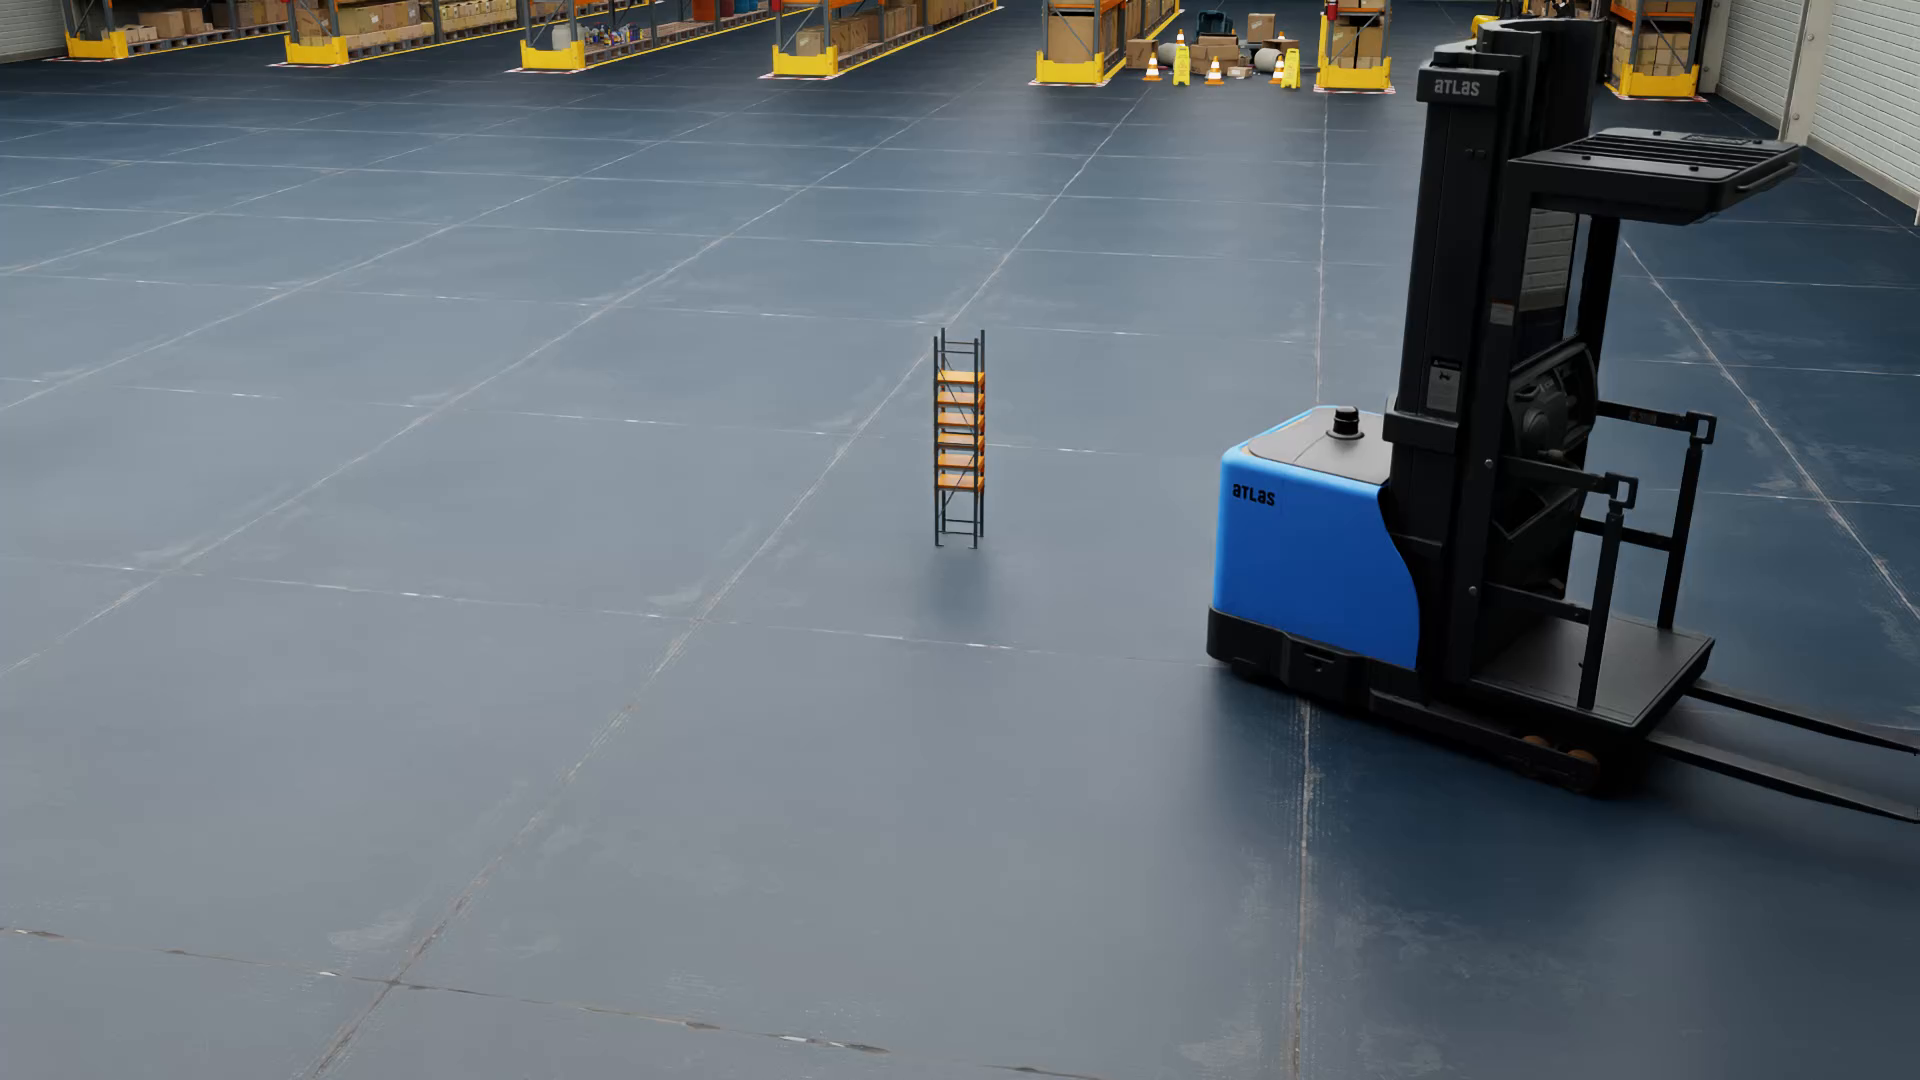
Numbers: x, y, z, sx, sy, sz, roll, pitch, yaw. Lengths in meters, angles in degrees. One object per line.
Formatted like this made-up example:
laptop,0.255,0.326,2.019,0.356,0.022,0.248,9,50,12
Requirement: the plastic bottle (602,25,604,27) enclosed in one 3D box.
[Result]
plastic bottle,-7.438,-10.580,34.667,0.152,0.276,0.135,5,23,13

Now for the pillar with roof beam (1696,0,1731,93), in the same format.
pillar with roof beam,8.499,-12.167,27.519,9.100,9.000,0.400,4,22,11

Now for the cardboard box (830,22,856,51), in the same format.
cardboard box,-2.336,-9.915,32.740,0.500,0.500,0.500,2,22,6

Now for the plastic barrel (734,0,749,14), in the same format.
plastic barrel,-5.545,-13.534,41.189,0.600,0.901,0.708,4,22,11

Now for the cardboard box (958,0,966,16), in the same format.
cardboard box,-0.535,-13.365,40.806,1.225,0.875,0.875,5,22,11

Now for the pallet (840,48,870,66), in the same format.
pallet,-2.405,-9.476,32.601,1.003,0.211,1.213,4,22,11

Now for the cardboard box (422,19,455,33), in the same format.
cardboard box,-11.428,-11.270,36.441,0.500,0.250,0.500,4,22,10

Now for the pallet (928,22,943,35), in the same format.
pallet,-1.005,-11.918,38.662,1.003,0.211,1.213,4,22,11

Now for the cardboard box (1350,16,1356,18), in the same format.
cardboard box,7.163,-9.586,31.254,0.500,0.500,0.500,5,23,13

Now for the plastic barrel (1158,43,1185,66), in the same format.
plastic barrel,4.049,-9.324,31.938,0.421,0.421,0.512,-16,27,-35

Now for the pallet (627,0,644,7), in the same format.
pallet,-9.482,-14.998,46.311,1.003,0.211,1.213,4,22,11

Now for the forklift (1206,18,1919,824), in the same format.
forklift,2.627,-0.555,6.808,3.031,2.935,1.130,17,27,36

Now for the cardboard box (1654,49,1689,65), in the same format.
cardboard box,11.988,-8.178,28.093,0.500,0.250,0.500,5,22,12

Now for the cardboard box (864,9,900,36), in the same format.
cardboard box,-1.680,-11.111,35.684,0.700,0.500,0.500,3,22,6

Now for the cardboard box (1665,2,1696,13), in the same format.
cardboard box,12.062,-9.077,27.742,0.500,0.500,0.500,5,23,13

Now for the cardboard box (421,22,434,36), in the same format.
cardboard box,-11.634,-10.955,35.659,0.500,0.250,0.500,4,22,11

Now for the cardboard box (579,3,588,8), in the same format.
cardboard box,-9.941,-13.990,42.833,0.500,0.500,0.500,4,22,11

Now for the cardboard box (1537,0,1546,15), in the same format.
cardboard box,14.312,-12.851,40.032,0.700,0.500,0.500,4,22,9

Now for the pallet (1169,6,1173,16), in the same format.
pallet,5.012,-13.824,43.395,1.003,0.211,1.213,4,22,11

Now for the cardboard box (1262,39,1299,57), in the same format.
cardboard box,6.095,-9.264,31.683,0.500,0.500,0.500,-16,27,-35

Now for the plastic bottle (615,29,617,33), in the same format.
plastic bottle,-7.001,-10.290,33.936,0.061,0.283,0.133,4,22,11

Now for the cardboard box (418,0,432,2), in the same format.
cardboard box,-14.718,-14.825,44.933,0.700,0.500,0.500,5,22,12

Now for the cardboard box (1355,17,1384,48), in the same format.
cardboard box,7.582,-9.368,30.713,0.500,0.500,0.500,6,23,14

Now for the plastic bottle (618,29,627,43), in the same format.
plastic bottle,-6.896,-10.279,33.918,0.152,0.276,0.135,5,22,12

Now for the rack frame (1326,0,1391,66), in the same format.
rack frame,6.829,-9.247,28.299,1.000,3.000,0.127,4,22,11

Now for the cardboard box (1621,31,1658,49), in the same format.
cardboard box,11.478,-8.446,28.089,0.500,0.250,0.500,5,23,13

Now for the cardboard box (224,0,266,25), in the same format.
cardboard box,-16.413,-12.106,38.155,0.700,0.500,0.500,4,22,10

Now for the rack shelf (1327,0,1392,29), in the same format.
rack shelf,7.237,-9.645,30.250,1.077,0.370,4.000,4,22,11

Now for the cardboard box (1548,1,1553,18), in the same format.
cardboard box,13.819,-12.135,38.252,0.500,0.500,0.500,5,23,13

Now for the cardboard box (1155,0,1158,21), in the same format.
cardboard box,4.402,-12.534,39.245,0.500,0.500,0.500,4,22,10

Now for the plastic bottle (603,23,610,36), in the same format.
plastic bottle,-7.335,-10.544,34.476,0.144,0.351,0.185,4,22,11

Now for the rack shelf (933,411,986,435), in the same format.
rack shelf,-0.003,-0.621,9.088,0.258,0.103,0.180,4,22,11

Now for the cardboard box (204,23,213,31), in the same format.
cardboard box,-16.683,-11.290,36.576,0.380,0.166,0.250,2,22,4

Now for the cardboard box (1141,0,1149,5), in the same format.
cardboard box,3.973,-12.130,37.238,0.500,0.250,0.500,3,22,8

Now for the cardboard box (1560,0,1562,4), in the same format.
cardboard box,13.599,-12.002,37.055,0.380,0.149,0.250,5,23,13

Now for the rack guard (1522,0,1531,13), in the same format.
rack guard,14.938,-13.535,42.291,1.175,0.500,0.348,4,22,11

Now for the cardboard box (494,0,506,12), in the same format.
cardboard box,-10.903,-12.464,38.653,0.500,0.311,0.500,4,22,10

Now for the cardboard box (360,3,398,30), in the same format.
cardboard box,-11.934,-10.754,34.155,0.500,0.500,0.500,4,22,11

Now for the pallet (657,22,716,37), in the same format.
pallet,-6.285,-11.732,38.202,1.003,0.211,1.213,4,22,11

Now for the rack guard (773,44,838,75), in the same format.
rack guard,-2.857,-8.871,30.711,1.175,0.500,0.348,4,22,11

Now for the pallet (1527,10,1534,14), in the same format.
pallet,14.777,-13.109,41.620,1.003,0.211,1.213,4,22,11

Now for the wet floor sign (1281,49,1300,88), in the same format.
wet floor sign,5.743,-8.167,28.769,0.267,0.644,0.232,13,25,29

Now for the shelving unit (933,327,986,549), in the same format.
shelving unit,-0.003,-0.551,9.116,0.258,1.200,0.189,4,22,11

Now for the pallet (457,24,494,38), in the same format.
pallet,-11.394,-11.649,37.995,1.003,0.211,1.213,4,22,11

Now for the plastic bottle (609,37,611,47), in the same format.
plastic bottle,-7.025,-9.964,33.235,0.097,0.201,0.097,0,22,0

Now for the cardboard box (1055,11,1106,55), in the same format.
cardboard box,2.214,-9.372,30.891,0.875,0.875,0.875,4,22,10

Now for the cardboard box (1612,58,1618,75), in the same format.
cardboard box,11.587,-8.167,28.735,0.500,0.250,0.500,4,22,11

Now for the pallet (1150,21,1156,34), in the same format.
pallet,4.007,-11.951,38.744,1.003,0.211,1.213,4,22,11

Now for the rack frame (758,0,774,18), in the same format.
rack frame,-5.272,-14.769,42.010,1.000,3.000,0.127,4,22,11

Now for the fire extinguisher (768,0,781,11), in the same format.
fire extinguisher,-3.347,-9.960,30.173,0.296,0.674,0.183,4,22,11

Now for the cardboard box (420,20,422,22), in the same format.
cardboard box,-11.952,-11.315,36.553,0.500,0.250,0.500,4,22,10
